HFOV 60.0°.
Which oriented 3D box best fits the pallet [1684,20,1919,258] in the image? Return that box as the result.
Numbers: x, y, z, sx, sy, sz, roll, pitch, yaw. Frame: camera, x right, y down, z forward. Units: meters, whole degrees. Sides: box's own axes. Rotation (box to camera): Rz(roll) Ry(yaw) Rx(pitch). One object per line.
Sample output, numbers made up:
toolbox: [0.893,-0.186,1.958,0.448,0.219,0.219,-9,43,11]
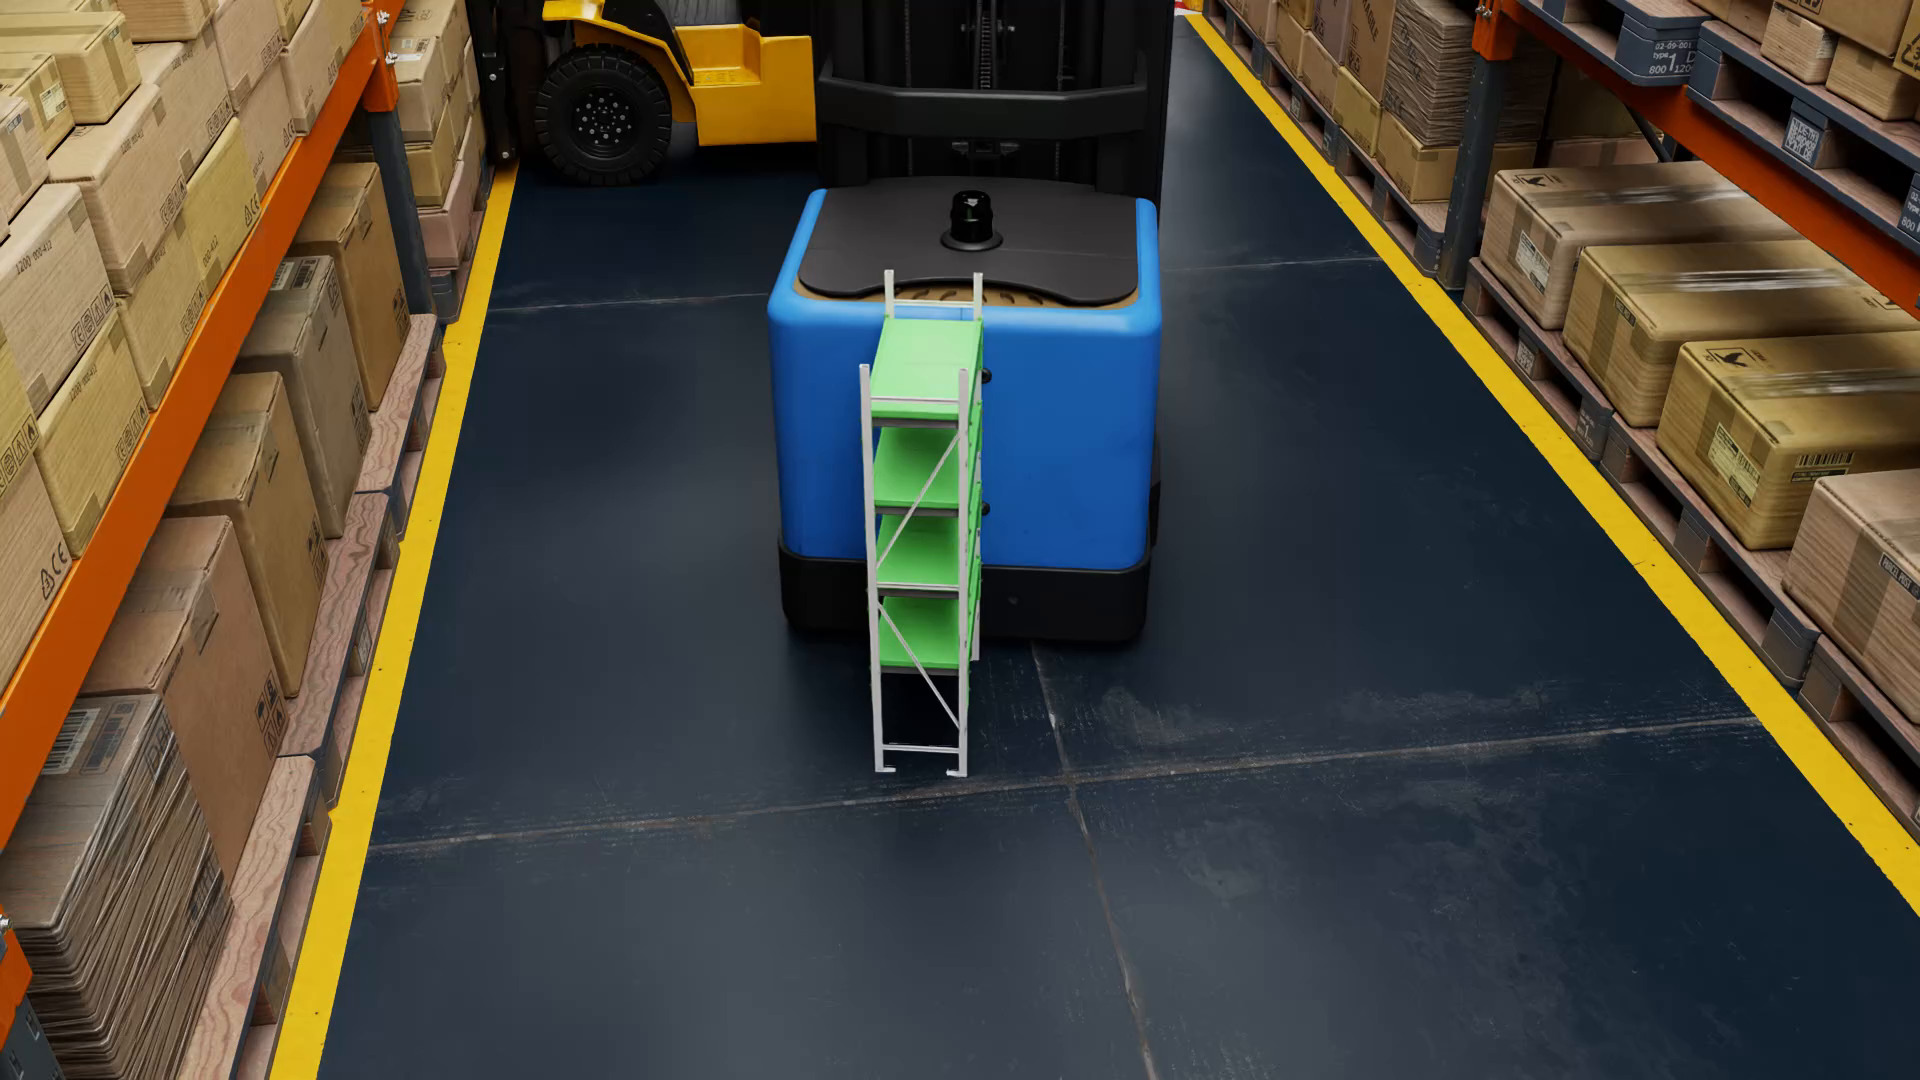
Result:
pallet: [2.682,-1.099,4.370,1.003,0.211,1.213,-4,35,-6]

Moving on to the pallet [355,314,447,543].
pallet: [-2.330,-0.371,5.606,1.003,0.211,1.213,-4,35,-6]

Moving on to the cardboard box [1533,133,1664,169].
cardboard box: [2.639,-1.696,7.144,0.500,0.250,0.500,-6,35,-9]

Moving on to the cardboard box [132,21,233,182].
cardboard box: [-1.960,-0.966,3.693,0.500,0.250,0.500,-4,34,-6]

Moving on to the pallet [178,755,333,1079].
pallet: [-2.002,0.991,3.608,1.003,0.211,1.213,-4,35,-6]

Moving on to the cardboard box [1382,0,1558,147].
cardboard box: [2.105,-1.966,6.874,0.500,0.500,0.500,-5,35,-7]

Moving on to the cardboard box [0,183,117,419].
cardboard box: [-1.813,-0.389,2.847,0.500,0.250,0.500,-3,34,-5]

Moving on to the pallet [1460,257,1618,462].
pallet: [2.557,-0.722,6.123,1.003,0.211,1.213,-4,35,-6]

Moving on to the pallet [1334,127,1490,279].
pallet: [2.325,-1.529,7.306,1.003,0.211,1.213,-4,35,-6]

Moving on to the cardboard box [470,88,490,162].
cardboard box: [-2.373,-1.831,7.342,0.500,0.250,0.500,-4,34,-6]

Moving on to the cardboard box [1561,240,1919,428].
cardboard box: [2.624,-0.703,5.579,0.950,0.372,0.625,-2,34,-3]

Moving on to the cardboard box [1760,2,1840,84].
cardboard box: [2.359,-1.317,4.369,0.380,0.149,0.250,-3,34,-5]

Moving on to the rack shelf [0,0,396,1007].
rack shelf: [-2.199,-0.518,3.985,1.077,0.370,4.000,-4,35,-6]

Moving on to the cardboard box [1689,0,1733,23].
cardboard box: [2.344,-1.607,4.795,0.380,0.149,0.250,-4,34,-6]

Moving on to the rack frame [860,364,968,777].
rack frame: [-0.102,0.114,4.017,0.240,1.200,0.015,2,34,4]

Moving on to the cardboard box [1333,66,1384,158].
cardboard box: [2.023,-1.952,7.520,0.500,0.250,0.500,-5,35,-8]

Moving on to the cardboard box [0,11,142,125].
cardboard box: [-1.865,-0.928,3.283,0.380,0.149,0.250,-4,34,-5]

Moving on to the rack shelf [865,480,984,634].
rack shelf: [-0.084,0.030,4.254,0.258,0.148,0.480,2,34,4]

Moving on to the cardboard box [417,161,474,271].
cardboard box: [-2.205,-1.263,6.509,0.500,0.250,0.500,-4,34,-6]

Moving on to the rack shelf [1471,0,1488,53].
rack shelf: [2.182,-3.128,7.815,1.077,0.370,4.000,-4,35,-6]

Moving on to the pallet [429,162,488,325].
pallet: [-2.533,-1.226,6.861,1.003,0.211,1.213,-4,35,-6]

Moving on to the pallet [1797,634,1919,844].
pallet: [2.885,0.639,4.125,1.003,0.211,1.213,-4,35,-6]

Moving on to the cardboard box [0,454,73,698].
cardboard box: [-1.747,0.097,2.577,0.500,0.250,0.500,-4,35,-6]

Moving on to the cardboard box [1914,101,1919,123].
cardboard box: [2.539,-1.036,3.957,0.380,0.149,0.250,-4,34,-6]

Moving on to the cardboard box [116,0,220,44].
cardboard box: [-1.888,-1.214,3.703,0.380,0.149,0.250,-5,35,-8]

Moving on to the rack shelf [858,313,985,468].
rack shelf: [-0.084,-0.367,3.984,0.258,0.148,0.480,2,34,4]

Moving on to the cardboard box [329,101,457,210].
cardboard box: [-2.227,-1.468,6.366,0.500,0.250,0.500,-5,35,-7]

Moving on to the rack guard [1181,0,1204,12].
rack guard: [1.923,-3.466,9.892,1.175,0.500,0.348,-4,35,-6]

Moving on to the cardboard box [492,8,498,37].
cardboard box: [-2.483,-2.592,8.015,0.500,0.250,0.500,-5,35,-7]

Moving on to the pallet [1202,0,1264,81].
pallet: [1.997,-2.890,9.304,1.003,0.211,1.213,-4,35,-6]

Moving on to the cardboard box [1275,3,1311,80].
cardboard box: [1.894,-2.518,8.351,0.500,0.250,0.500,-2,34,-3]

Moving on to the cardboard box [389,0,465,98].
cardboard box: [-2.280,-1.961,6.645,0.500,0.250,0.500,-4,35,-6]

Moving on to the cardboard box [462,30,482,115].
cardboard box: [-2.353,-2.031,7.191,0.500,0.250,0.500,-5,35,-7]

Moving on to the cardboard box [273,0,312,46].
cardboard box: [-2.072,-1.535,4.527,0.500,0.250,0.500,-5,35,-8]

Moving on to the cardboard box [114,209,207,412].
cardboard box: [-1.886,-0.471,3.411,0.500,0.250,0.500,-5,35,-8]

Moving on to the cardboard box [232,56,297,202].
cardboard box: [-2.031,-1.048,4.258,0.500,0.250,0.500,-4,34,-6]

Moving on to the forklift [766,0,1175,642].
forklift: [0.114,-1.732,5.188,1.130,2.935,3.031,2,34,4]

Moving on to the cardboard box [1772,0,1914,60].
cardboard box: [2.430,-1.521,4.093,0.500,0.500,0.500,-6,35,-8]

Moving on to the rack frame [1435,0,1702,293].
rack frame: [2.451,-2.309,5.975,1.000,3.000,0.127,-4,35,-6]

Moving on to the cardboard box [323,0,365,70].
cardboard box: [-2.141,-1.608,5.079,0.500,0.250,0.500,-4,34,-5]

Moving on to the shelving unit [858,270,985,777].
shelving unit: [-0.084,-0.023,4.218,0.258,1.200,0.503,2,34,4]

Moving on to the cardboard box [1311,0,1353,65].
cardboard box: [1.965,-2.534,7.708,0.500,0.500,0.500,-3,34,-4]

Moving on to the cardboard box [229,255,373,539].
cardboard box: [-2.290,-0.399,4.908,0.875,0.625,0.625,-5,35,-7]

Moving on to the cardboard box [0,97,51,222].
cardboard box: [-1.825,-0.644,2.866,0.380,0.149,0.250,-4,34,-6]

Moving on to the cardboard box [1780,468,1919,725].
cardboard box: [2.815,0.108,4.388,0.950,0.372,0.625,-5,35,-7]

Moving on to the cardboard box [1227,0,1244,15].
cardboard box: [1.747,-3.107,9.215,0.500,0.250,0.500,-5,35,-7]

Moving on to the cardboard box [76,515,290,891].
cardboard box: [-2.096,0.396,3.742,0.875,0.625,0.625,-3,34,-5]
